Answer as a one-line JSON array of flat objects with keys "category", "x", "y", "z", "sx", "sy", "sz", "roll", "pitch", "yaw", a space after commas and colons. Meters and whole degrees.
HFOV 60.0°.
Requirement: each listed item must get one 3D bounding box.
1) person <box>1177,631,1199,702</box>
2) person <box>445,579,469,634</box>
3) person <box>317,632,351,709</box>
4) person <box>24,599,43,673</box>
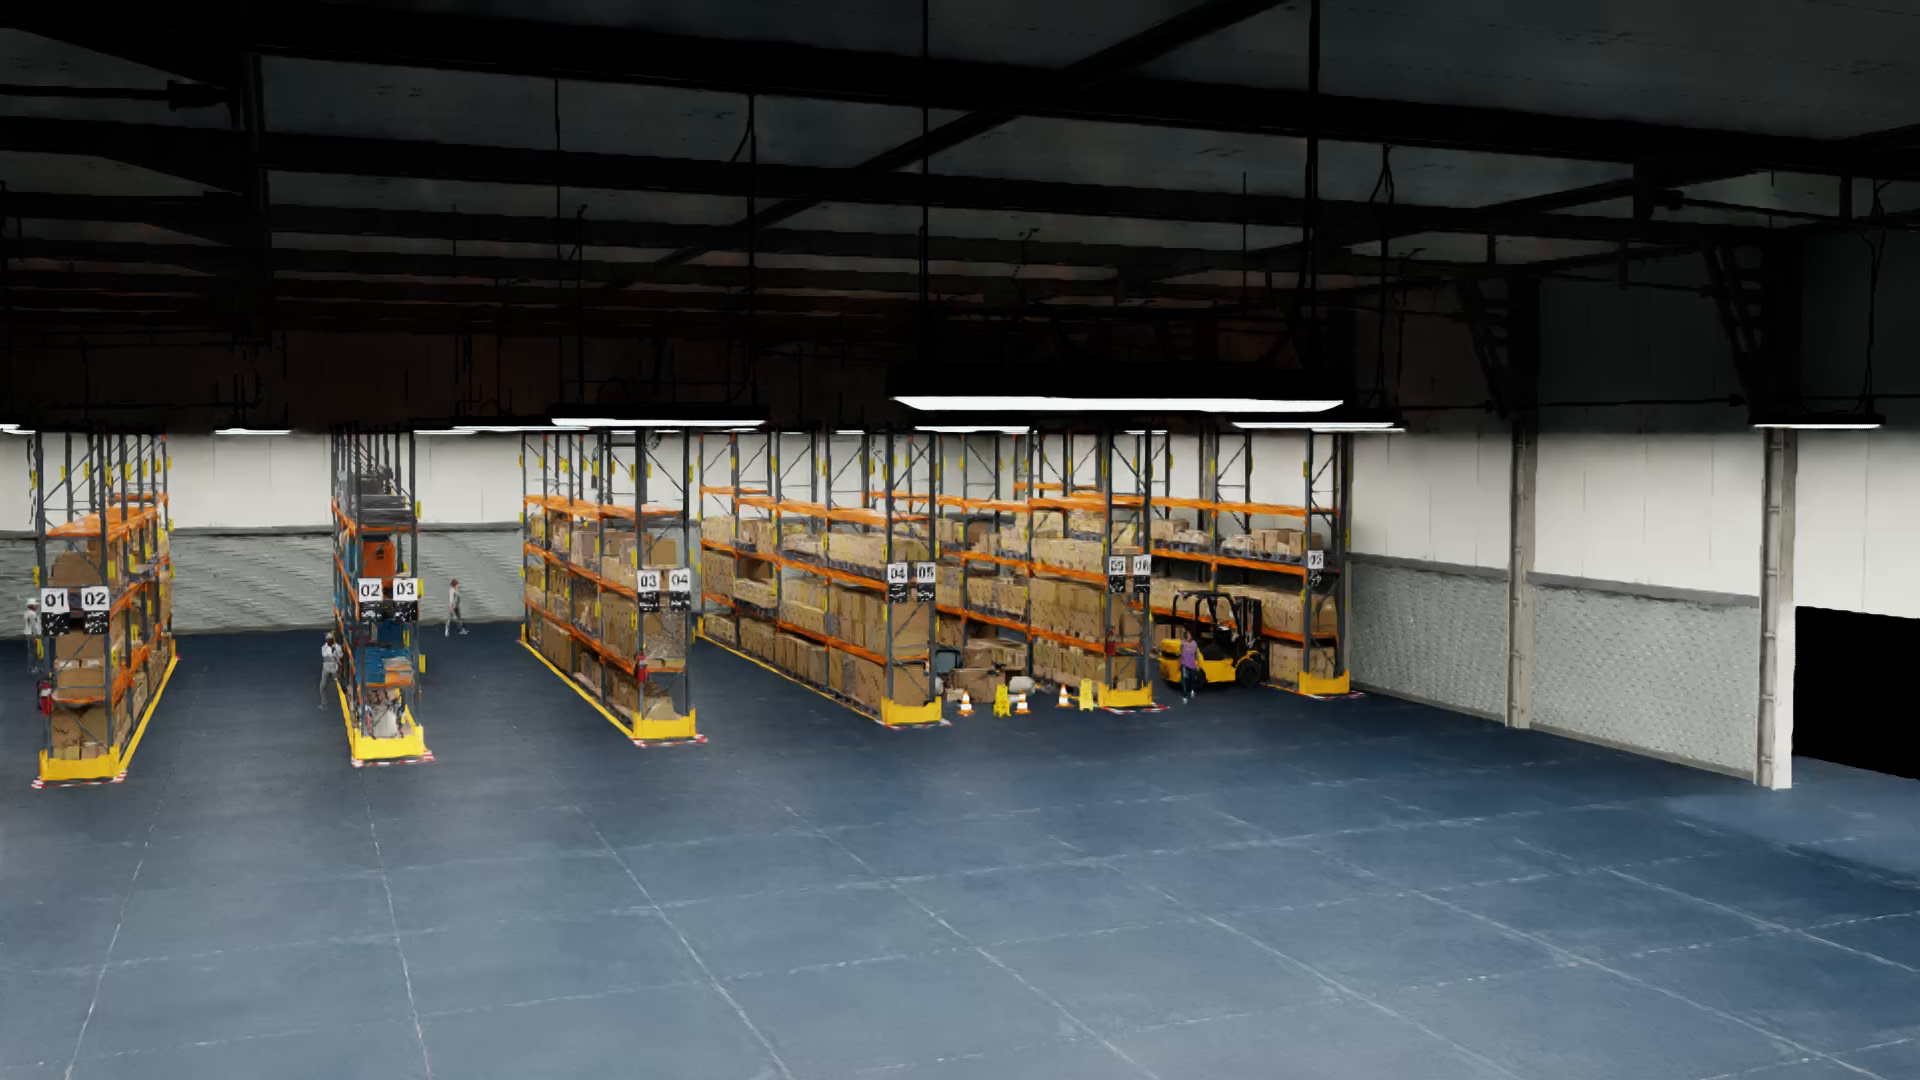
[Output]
[{"category": "person", "x": 4.944, "y": 2.699, "z": 35.972, "sx": 0.461, "sy": 1.530, "sz": 0.866, "roll": 0, "pitch": 4, "yaw": -2}, {"category": "person", "x": -14.593, "y": 1.930, "z": 48.087, "sx": 0.527, "sy": 1.553, "sz": 0.636, "roll": 1, "pitch": 4, "yaw": 13}, {"category": "person", "x": -13.216, "y": 2.714, "z": 35.110, "sx": 0.509, "sy": 1.618, "sz": 0.946, "roll": 0, "pitch": 4, "yaw": -1}, {"category": "person", "x": -22.433, "y": 2.310, "z": 40.246, "sx": 0.376, "sy": 1.778, "sz": 0.593, "roll": -3, "pitch": 4, "yaw": -36}]
